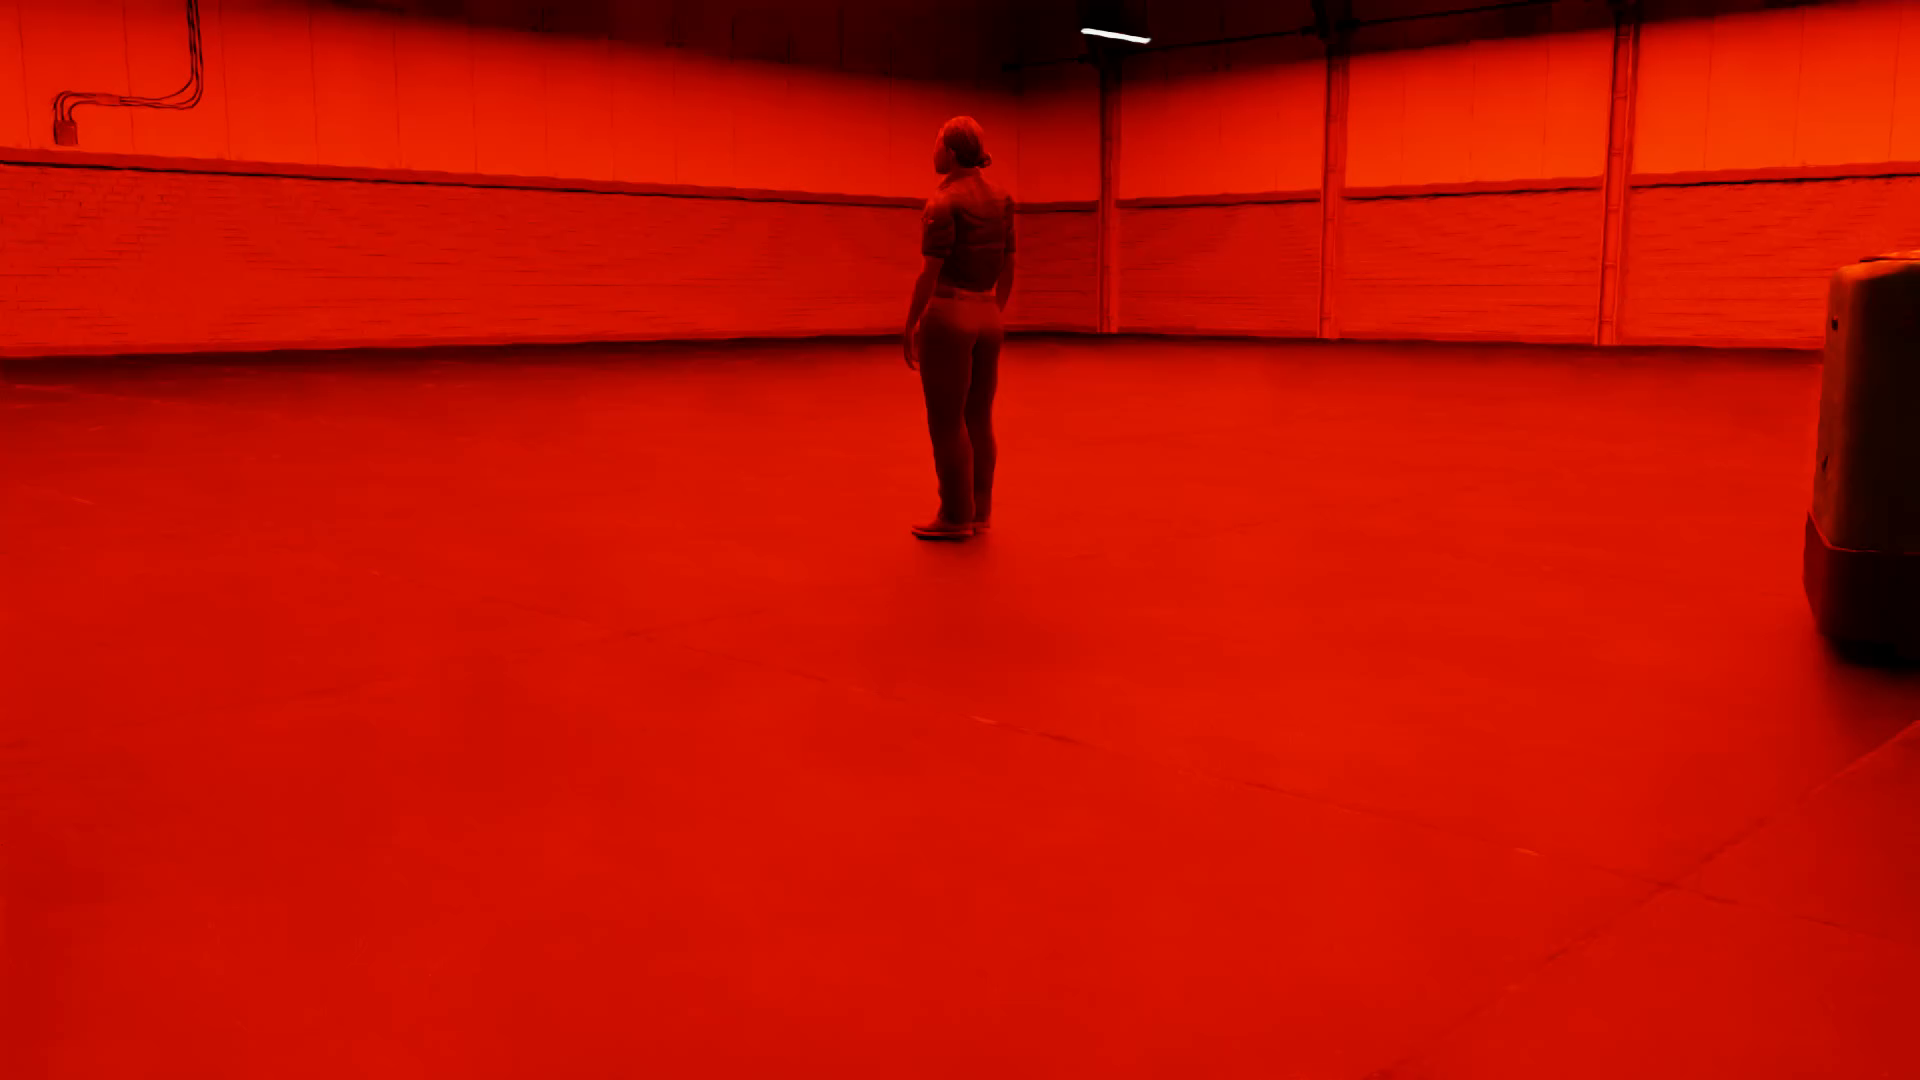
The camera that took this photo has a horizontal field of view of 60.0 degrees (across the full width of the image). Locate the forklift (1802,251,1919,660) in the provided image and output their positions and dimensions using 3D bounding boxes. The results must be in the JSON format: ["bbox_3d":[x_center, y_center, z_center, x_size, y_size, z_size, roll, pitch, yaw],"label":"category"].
[{"bbox_3d":[3.919,-1.095,4.146,3.031,2.935,1.130,4,9,24],"label":"forklift"}]

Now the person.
[{"bbox_3d":[-0.049,-0.836,6.667,0.503,1.654,0.570,8,12,43],"label":"person"}]
